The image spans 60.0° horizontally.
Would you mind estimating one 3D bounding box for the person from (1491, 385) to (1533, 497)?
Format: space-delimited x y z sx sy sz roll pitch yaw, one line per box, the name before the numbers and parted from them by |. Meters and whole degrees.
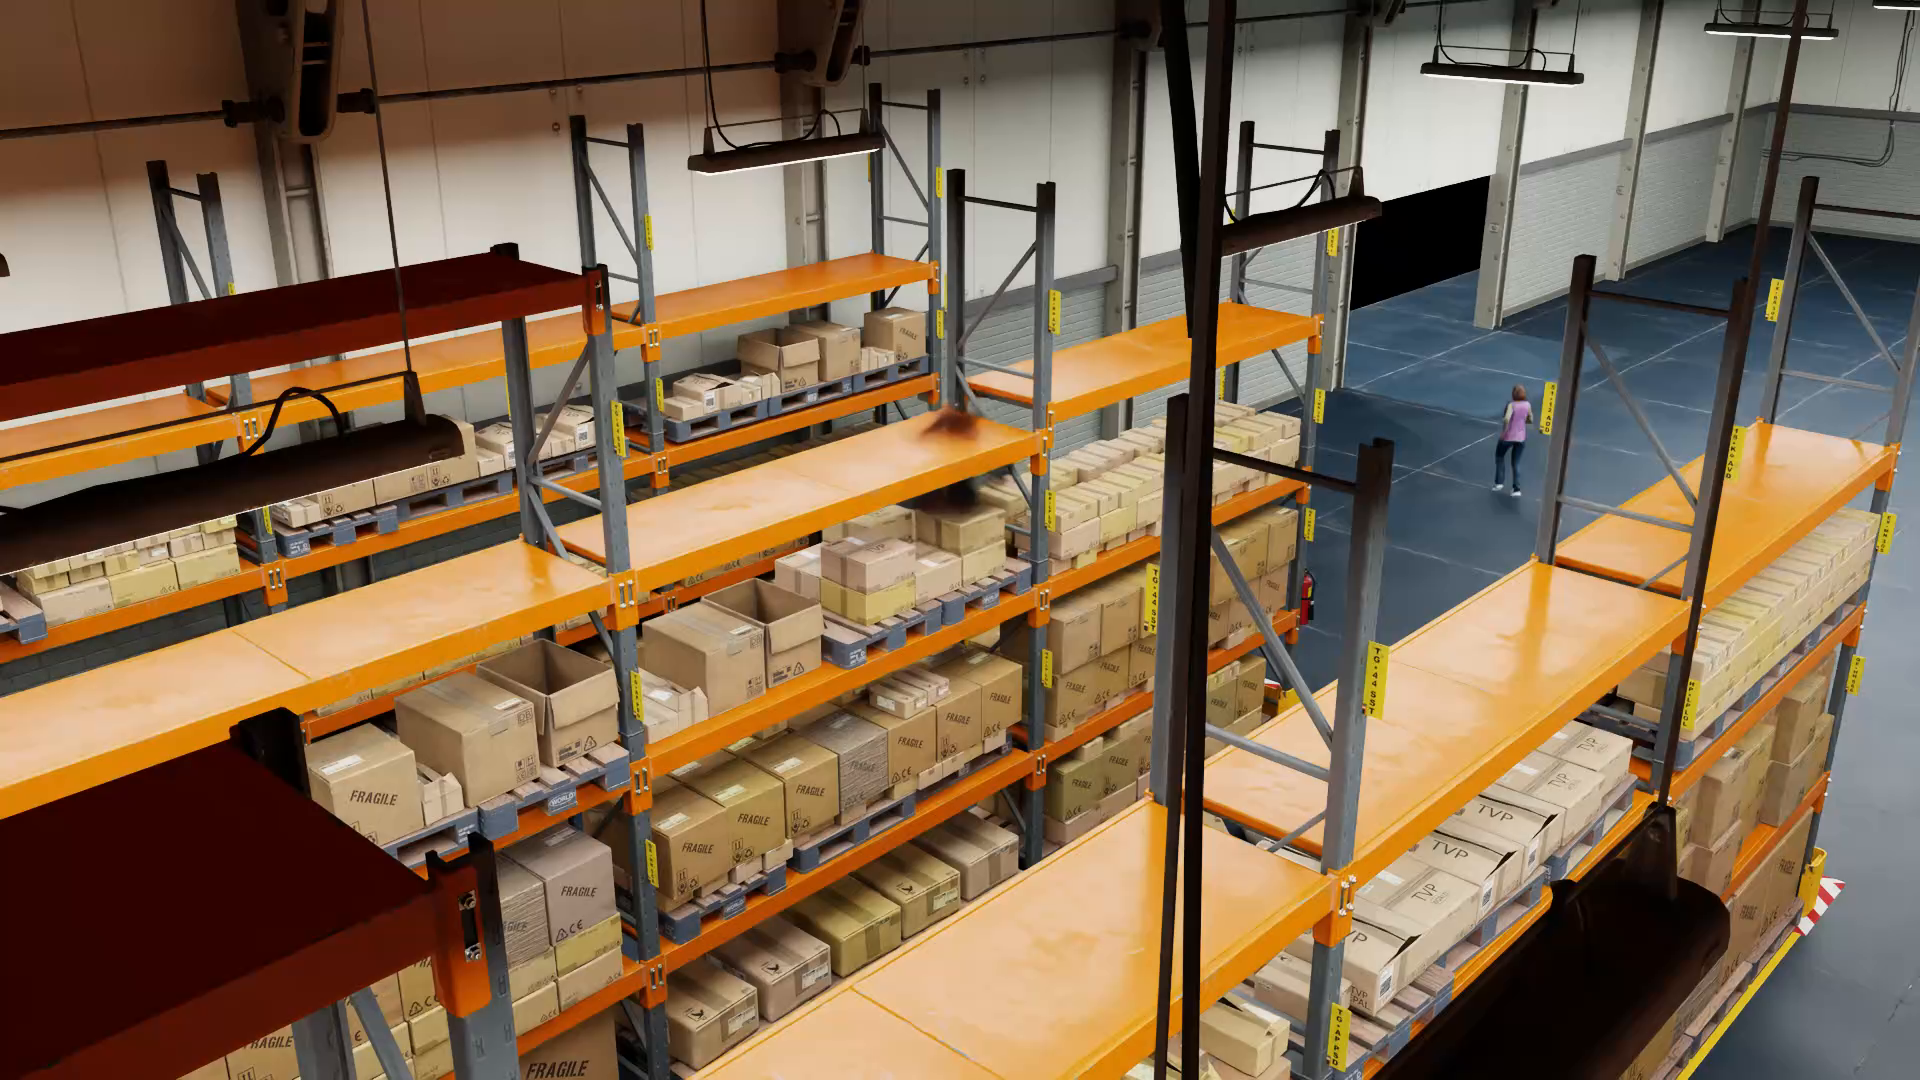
person | 7.769 -1.357 23.330 0.525 1.612 0.729 -1 21 -2
